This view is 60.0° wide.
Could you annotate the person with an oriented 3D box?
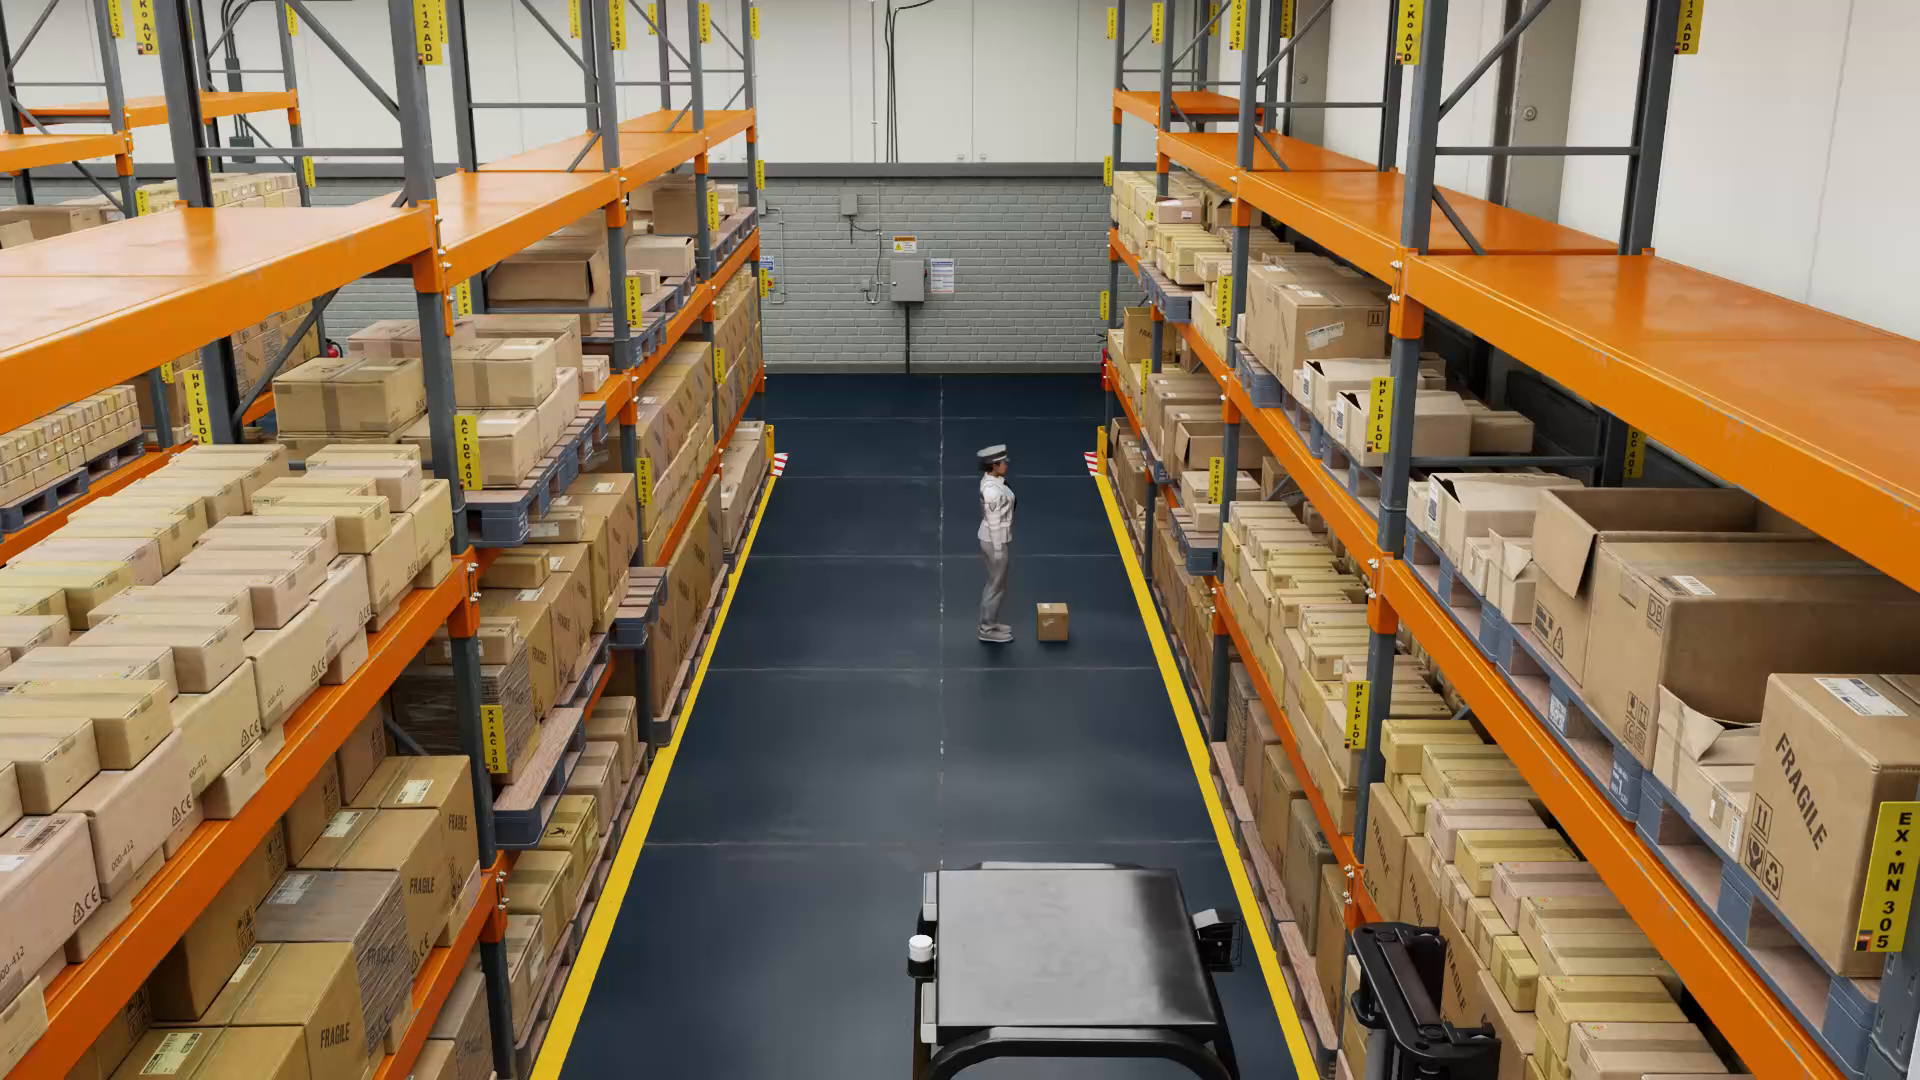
[{"bbox_3d":[-2.892,0.544,11.399,6.693,2.202,5.749,0,17,0],"label":"person"}]
